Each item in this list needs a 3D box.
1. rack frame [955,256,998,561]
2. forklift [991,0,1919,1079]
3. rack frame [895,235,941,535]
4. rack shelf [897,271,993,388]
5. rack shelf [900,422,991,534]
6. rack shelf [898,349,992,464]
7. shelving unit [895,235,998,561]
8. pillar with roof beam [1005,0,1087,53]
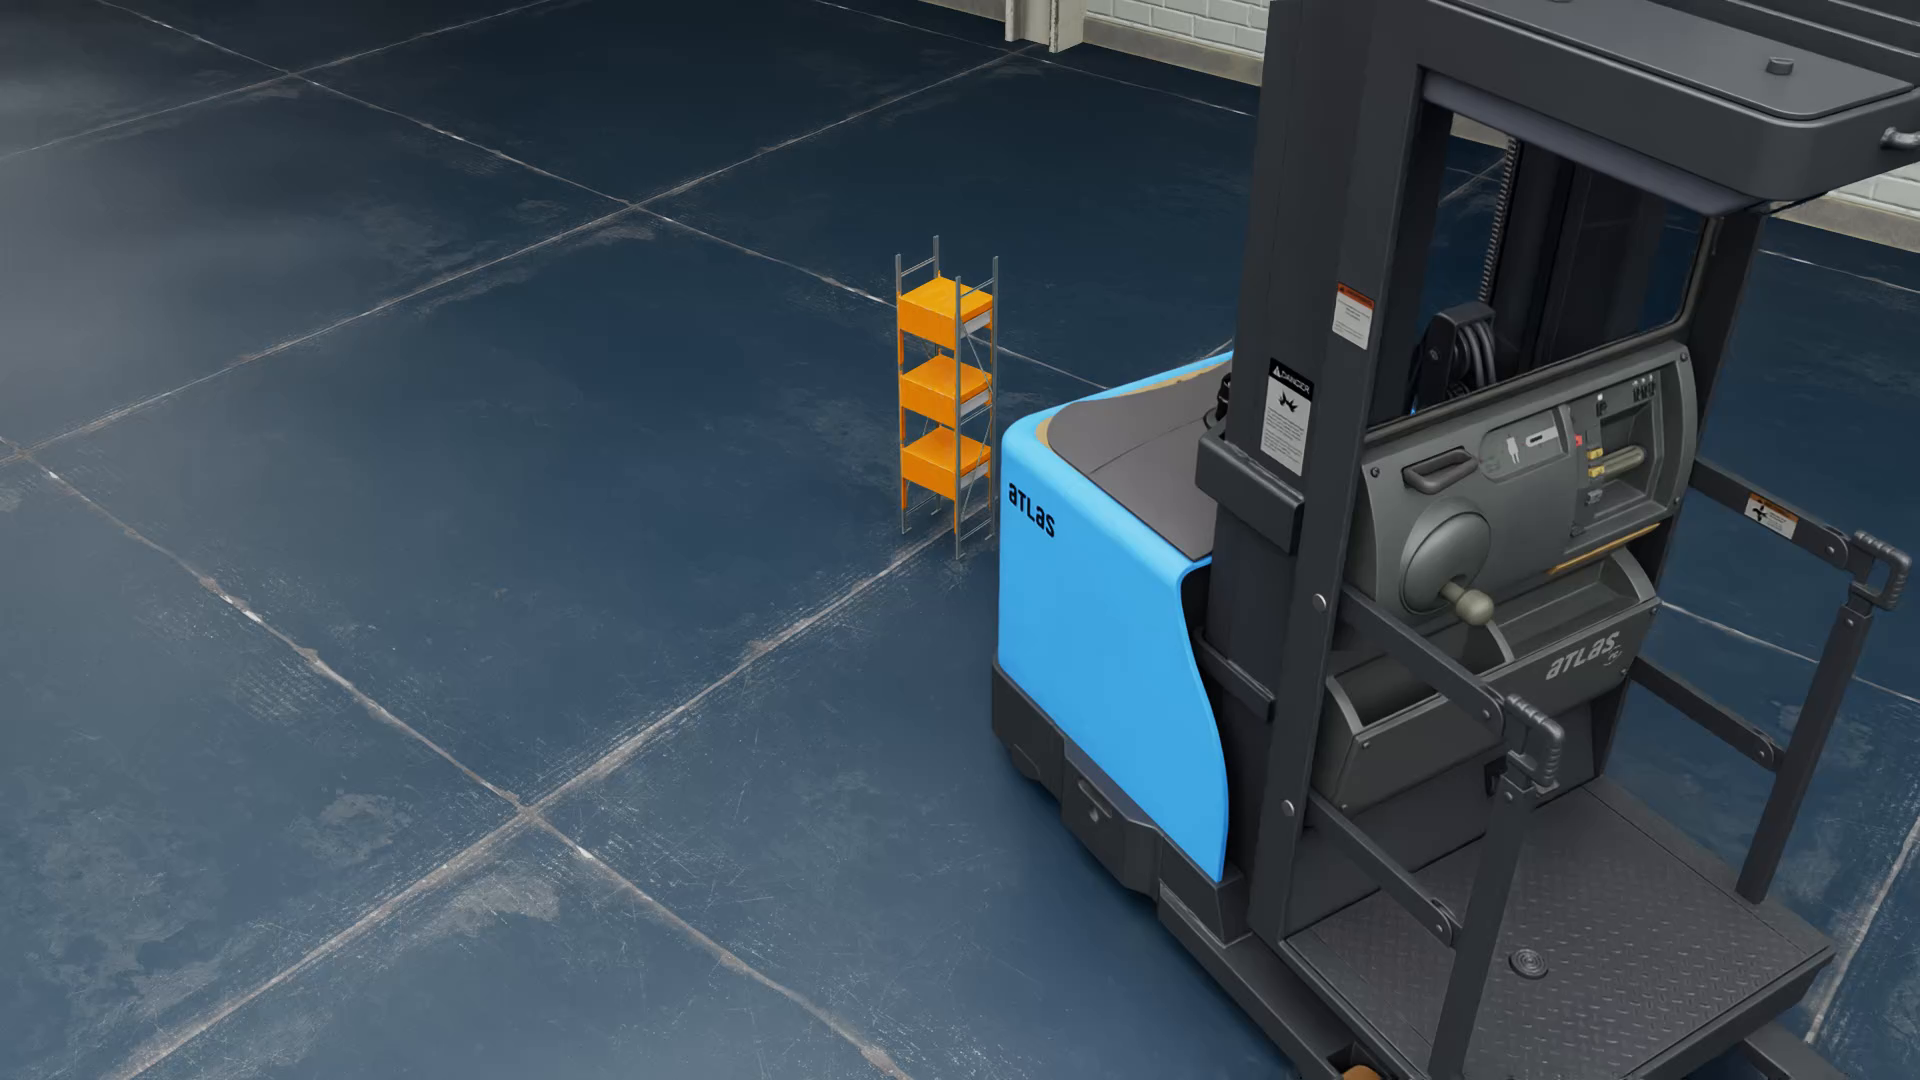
[{"bbox_3d":[0.053,-0.408,5.417,0.008,1.050,0.200,25,42,32],"label":"rack frame"},{"bbox_3d":[1.289,-0.059,3.246,1.130,2.935,3.031,-19,39,-26],"label":"forklift"},{"bbox_3d":[-0.135,-0.496,5.545,0.008,1.050,0.200,25,42,32],"label":"rack frame"},{"bbox_3d":[-0.041,-0.677,5.326,0.240,0.259,0.215,25,42,32],"label":"rack shelf"},{"bbox_3d":[-0.041,-0.214,5.644,0.240,0.259,0.215,25,42,32],"label":"rack shelf"},{"bbox_3d":[-0.041,-0.443,5.487,0.240,0.259,0.215,25,42,32],"label":"rack shelf"},{"bbox_3d":[-0.041,-0.452,5.481,0.252,1.050,0.215,25,42,32],"label":"shelving unit"},{"bbox_3d":[-2.231,-4.912,4.953,0.400,9.000,9.100,25,42,32],"label":"pillar with roof beam"}]
